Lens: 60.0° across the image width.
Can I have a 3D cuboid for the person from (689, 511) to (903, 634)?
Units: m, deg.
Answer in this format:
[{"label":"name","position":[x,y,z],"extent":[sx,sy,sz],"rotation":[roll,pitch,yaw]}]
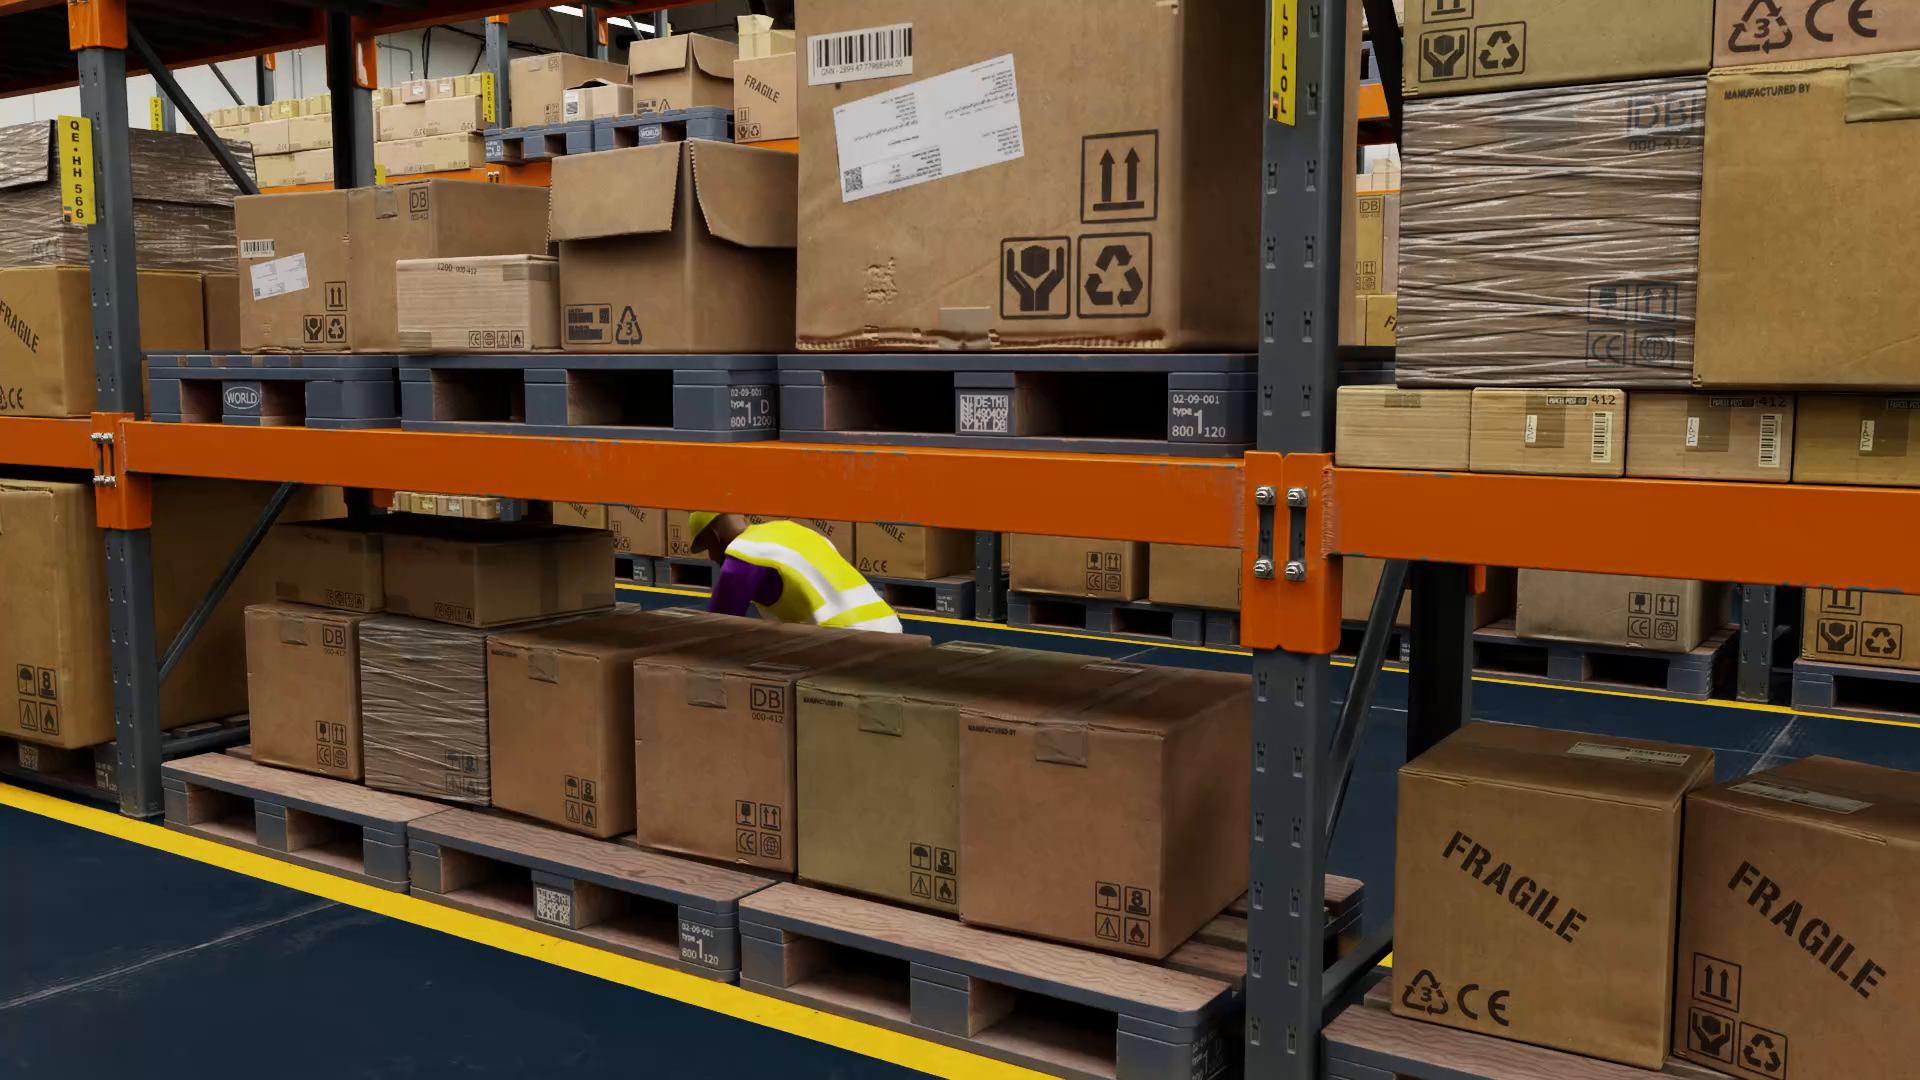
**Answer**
[{"label":"person","position":[-0.677,0.322,6.246],"extent":[0.900,1.011,0.546],"rotation":[4,7,30]}]
